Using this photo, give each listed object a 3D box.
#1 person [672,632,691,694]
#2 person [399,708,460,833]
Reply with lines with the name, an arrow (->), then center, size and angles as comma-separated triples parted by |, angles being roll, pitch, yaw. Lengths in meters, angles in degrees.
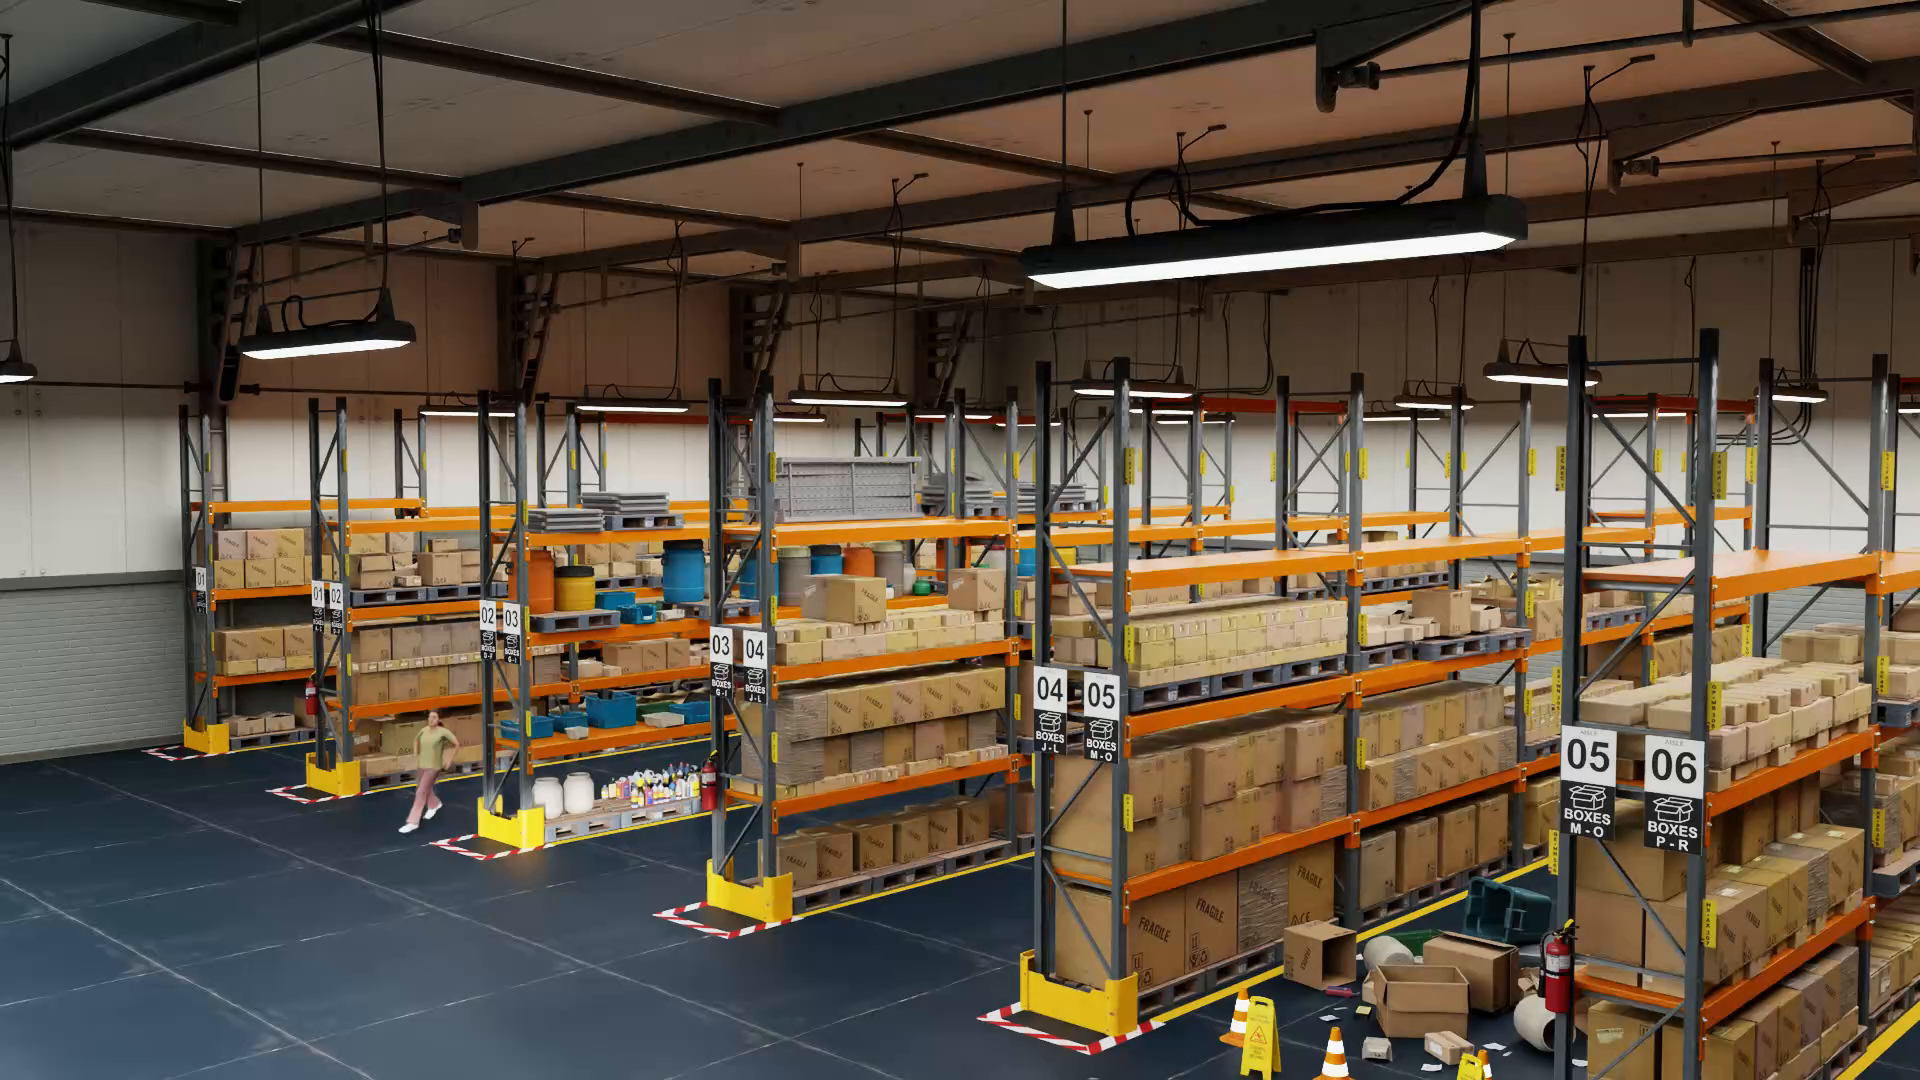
person -> -5.605, 2.559, 33.102 | 0.589, 1.720, 0.882 | 2, 3, 28
person -> -7.261, 3.126, 22.803 | 0.640, 1.639, 0.934 | 1, 3, 19
